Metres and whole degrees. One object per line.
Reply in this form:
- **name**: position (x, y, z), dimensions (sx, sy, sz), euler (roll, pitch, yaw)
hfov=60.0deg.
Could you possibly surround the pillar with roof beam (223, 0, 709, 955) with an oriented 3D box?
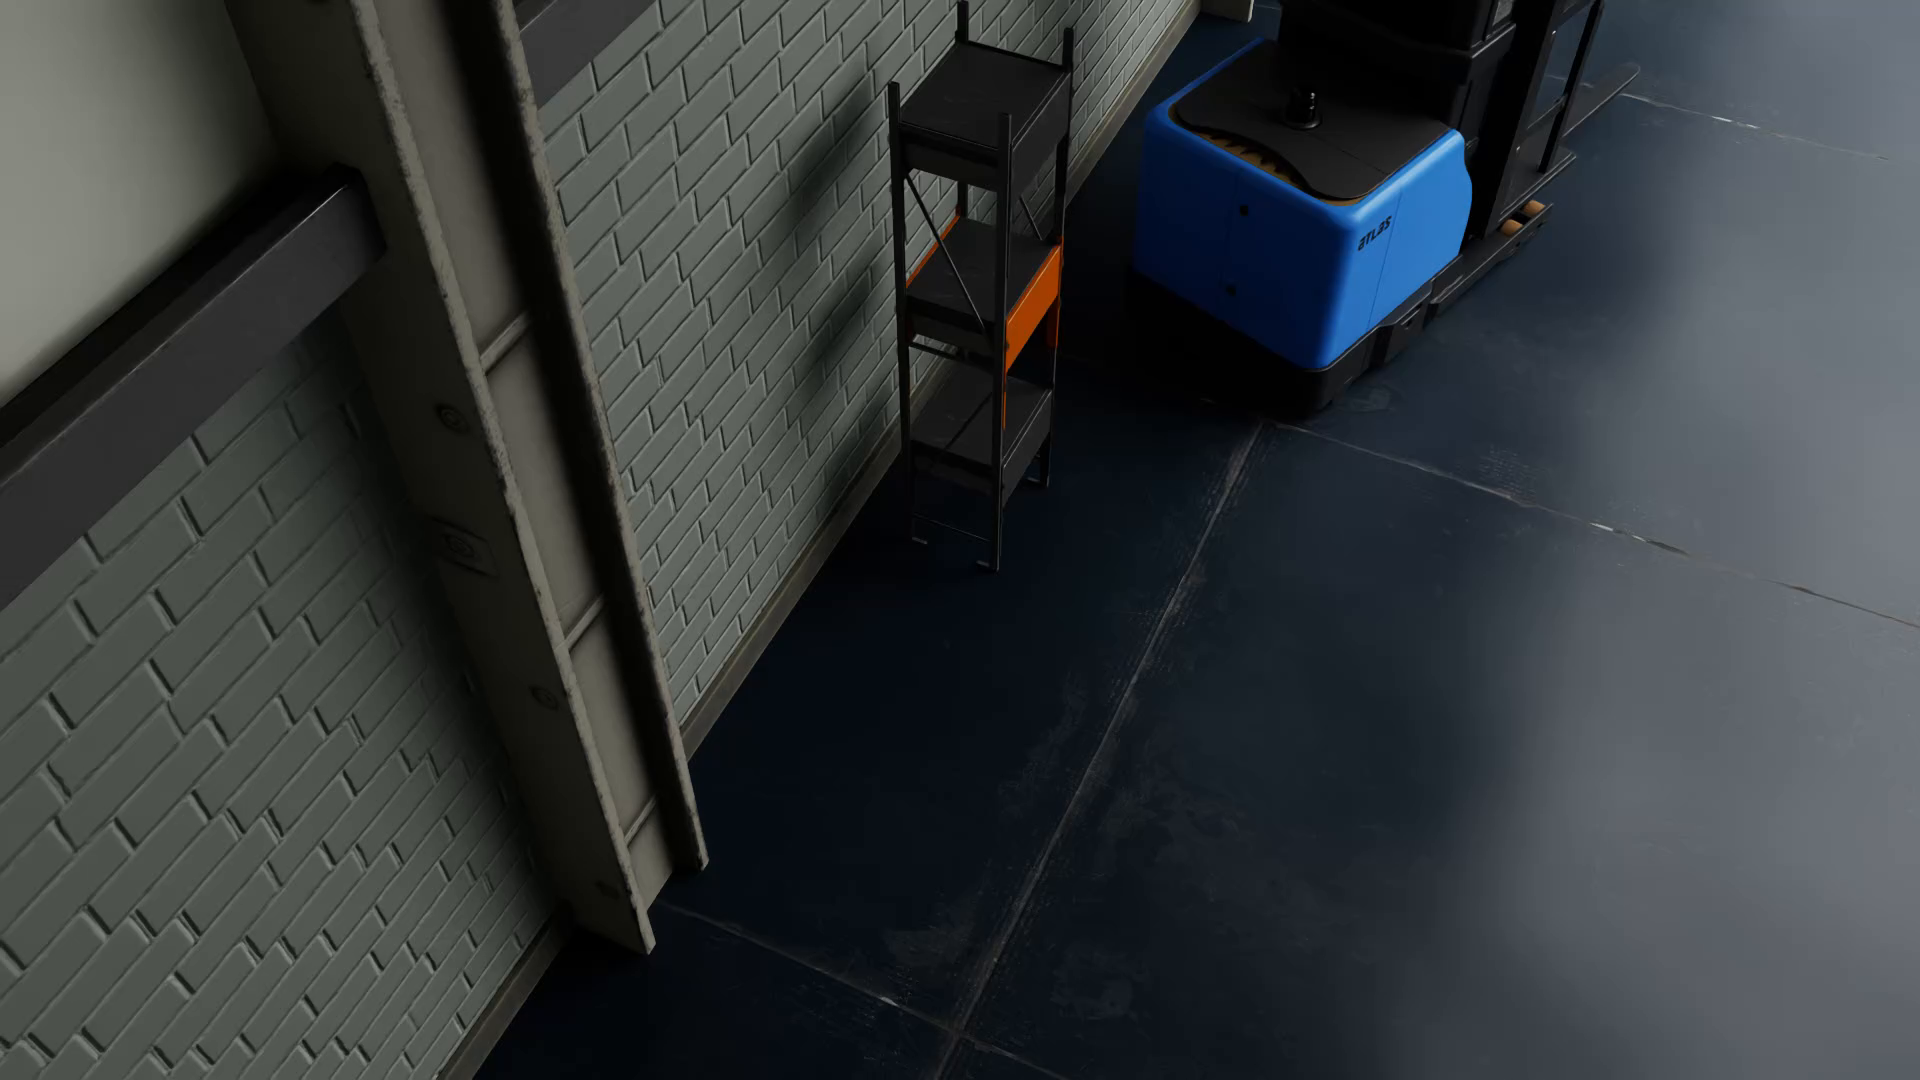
- **pillar with roof beam**: position (2.821, -0.347, 0.952), dimensions (9.100, 9.000, 0.400), euler (20, 52, 16)

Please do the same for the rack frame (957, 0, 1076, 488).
- **rack frame**: position (0.175, -0.962, 6.005), dimensions (0.400, 2.100, 0.015), euler (20, 52, 16)

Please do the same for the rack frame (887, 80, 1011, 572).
- **rack frame**: position (-0.034, -0.626, 5.719), dimensions (0.400, 2.100, 0.015), euler (20, 52, 16)

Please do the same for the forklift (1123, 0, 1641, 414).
- **forklift**: position (2.104, -2.504, 6.771), dimensions (1.130, 2.935, 3.031), euler (36, 58, 27)

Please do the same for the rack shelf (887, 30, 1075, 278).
- **rack shelf**: position (0.071, -1.239, 5.340), dimensions (0.431, 0.518, 0.480), euler (20, 52, 16)

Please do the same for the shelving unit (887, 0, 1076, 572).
- **shelving unit**: position (0.071, -0.794, 5.862), dimensions (0.431, 2.100, 0.503), euler (20, 52, 16)

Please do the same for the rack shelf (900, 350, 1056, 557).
- **rack shelf**: position (0.071, -0.332, 6.406), dimensions (0.431, 0.518, 0.480), euler (20, 52, 16)

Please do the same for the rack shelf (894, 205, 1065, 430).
- **rack shelf**: position (0.071, -0.786, 5.873), dimensions (0.431, 0.518, 0.480), euler (20, 52, 16)

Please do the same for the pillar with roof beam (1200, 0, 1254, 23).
- **pillar with roof beam**: position (5.384, -4.479, 4.468), dimensions (9.100, 9.000, 0.400), euler (20, 52, 16)
